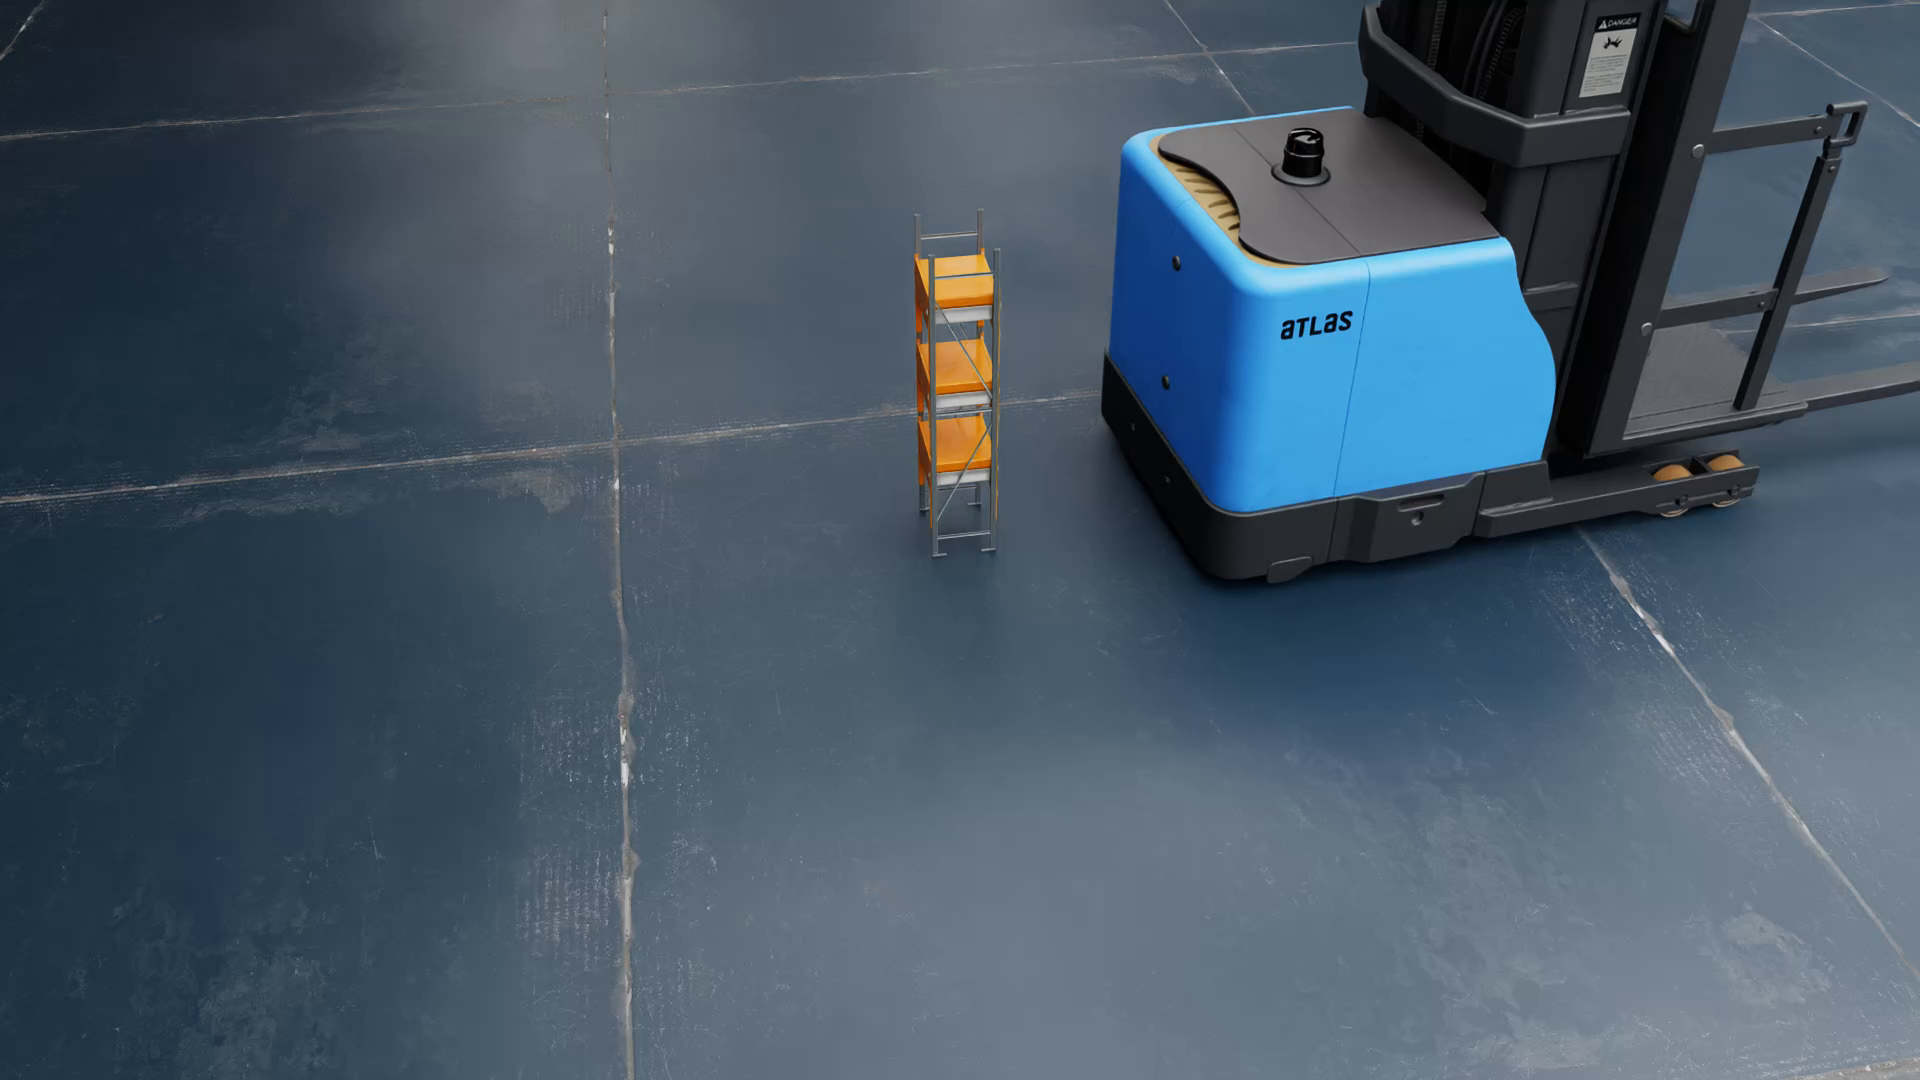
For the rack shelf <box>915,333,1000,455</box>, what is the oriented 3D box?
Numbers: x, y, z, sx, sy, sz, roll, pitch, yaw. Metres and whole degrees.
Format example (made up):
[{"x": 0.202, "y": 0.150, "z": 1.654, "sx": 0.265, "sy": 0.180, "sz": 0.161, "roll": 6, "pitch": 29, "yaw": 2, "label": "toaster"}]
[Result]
[{"x": -0.009, "y": -0.439, "z": 4.976, "sx": 0.215, "sy": 0.259, "sz": 0.240, "roll": -6, "pitch": 38, "yaw": -8, "label": "rack shelf"}]

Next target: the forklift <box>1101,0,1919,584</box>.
[{"x": 2.058, "y": -1.533, "z": 4.834, "sx": 3.031, "sy": 2.935, "sz": 1.130, "roll": -10, "pitch": 39, "yaw": -13, "label": "forklift"}]

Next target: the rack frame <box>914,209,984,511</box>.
[{"x": -0.031, "y": -0.521, "z": 5.064, "sx": 0.200, "sy": 1.050, "sz": 0.008, "roll": -6, "pitch": 38, "yaw": -8, "label": "rack frame"}]

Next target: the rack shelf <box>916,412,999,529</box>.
[{"x": -0.009, "y": -0.219, "z": 5.147, "sx": 0.215, "sy": 0.259, "sz": 0.240, "roll": -6, "pitch": 38, "yaw": -8, "label": "rack shelf"}]

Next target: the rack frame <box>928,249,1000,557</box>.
[{"x": 0.012, "y": -0.373, "z": 4.875, "sx": 0.200, "sy": 1.050, "sz": 0.008, "roll": -6, "pitch": 38, "yaw": -8, "label": "rack frame"}]

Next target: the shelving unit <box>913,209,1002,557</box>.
[{"x": -0.009, "y": -0.447, "z": 4.970, "sx": 0.215, "sy": 1.050, "sz": 0.252, "roll": -6, "pitch": 38, "yaw": -8, "label": "shelving unit"}]

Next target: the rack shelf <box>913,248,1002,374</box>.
[{"x": -0.009, "y": -0.663, "z": 4.802, "sx": 0.215, "sy": 0.259, "sz": 0.240, "roll": -6, "pitch": 38, "yaw": -8, "label": "rack shelf"}]
